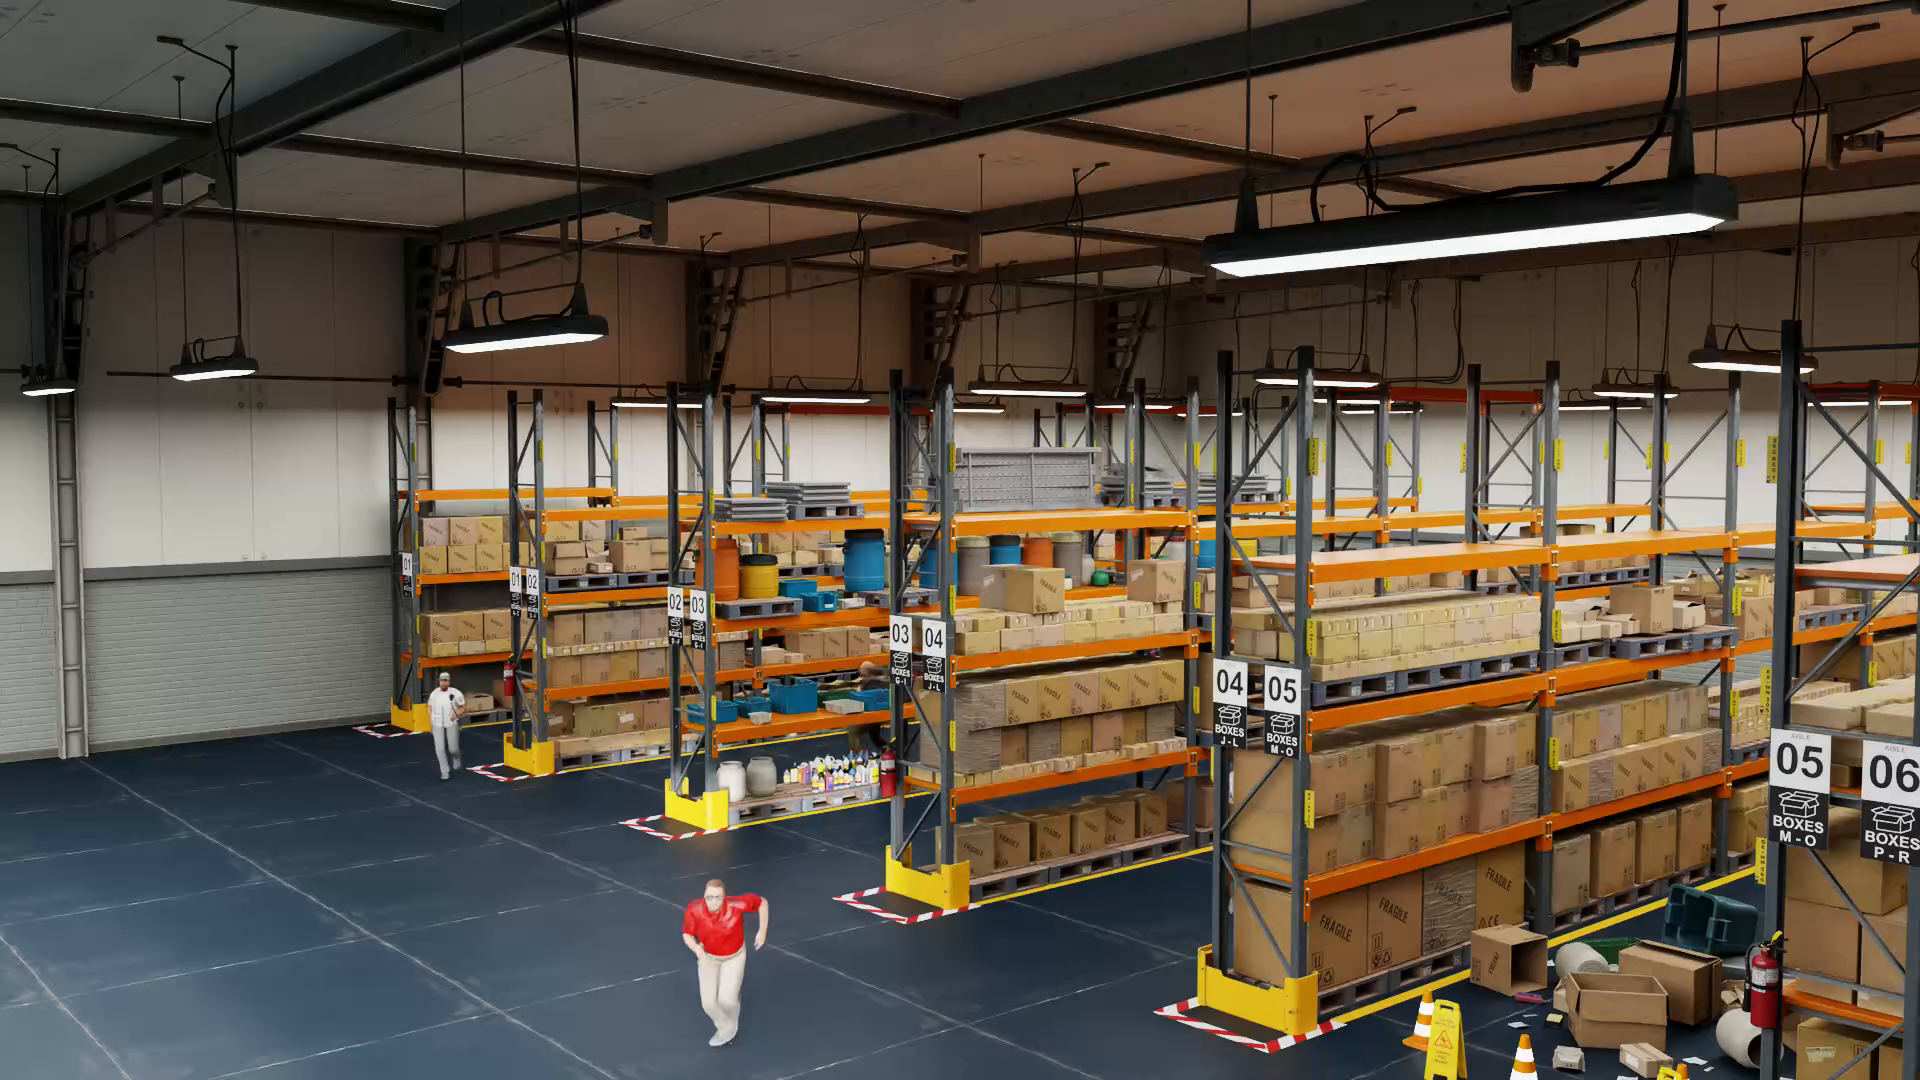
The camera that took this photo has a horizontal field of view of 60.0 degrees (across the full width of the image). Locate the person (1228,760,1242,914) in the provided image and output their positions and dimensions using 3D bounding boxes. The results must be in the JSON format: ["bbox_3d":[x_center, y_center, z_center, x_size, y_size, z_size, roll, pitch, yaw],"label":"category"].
[{"bbox_3d":[3.140,3.226,18.240,0.691,1.737,0.989,3,4,37],"label":"person"}]

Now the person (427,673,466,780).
[{"bbox_3d":[-7.935,2.854,25.682,0.603,1.625,0.640,0,3,-6],"label":"person"}]

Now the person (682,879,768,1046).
[{"bbox_3d":[-1.974,3.566,14.005,0.700,1.560,0.912,0,3,2],"label":"person"}]

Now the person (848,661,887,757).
[{"bbox_3d":[-1.378,2.783,26.212,0.762,1.761,0.902,0,3,0],"label":"person"}]
